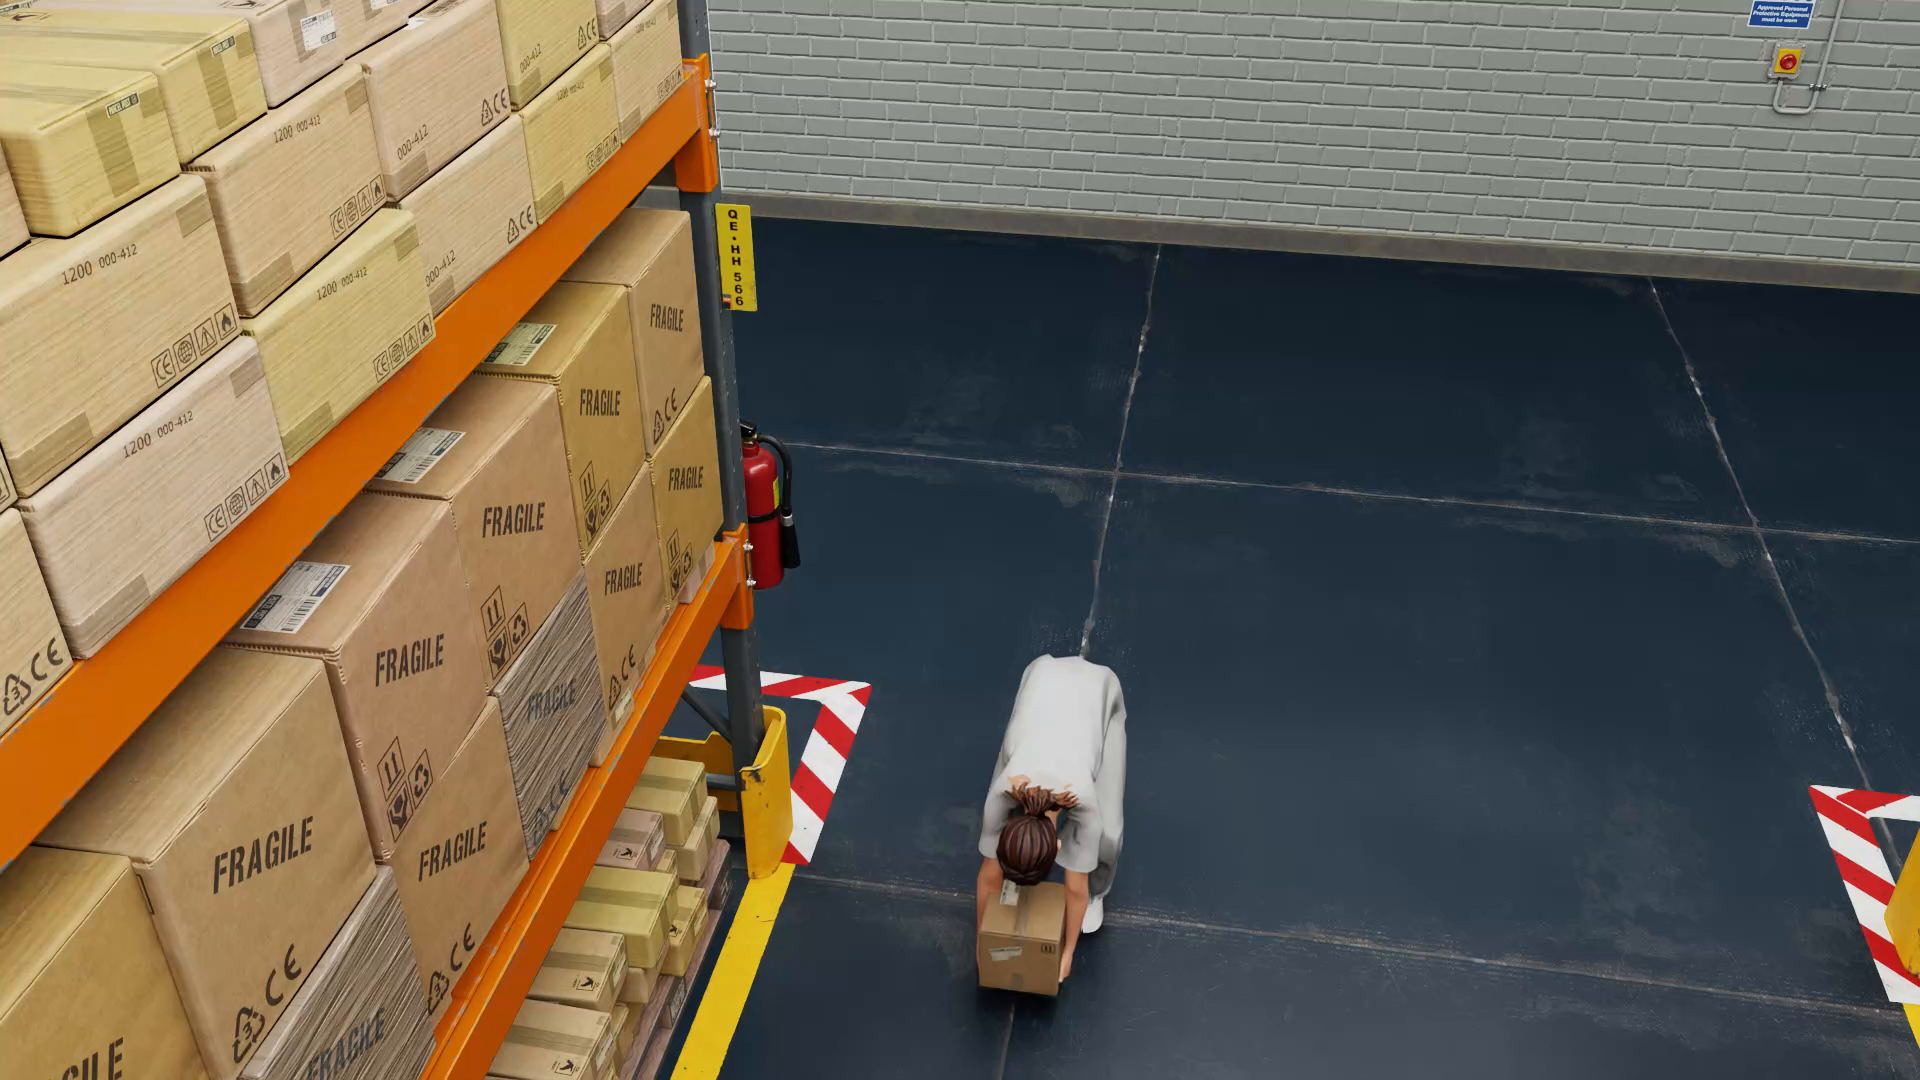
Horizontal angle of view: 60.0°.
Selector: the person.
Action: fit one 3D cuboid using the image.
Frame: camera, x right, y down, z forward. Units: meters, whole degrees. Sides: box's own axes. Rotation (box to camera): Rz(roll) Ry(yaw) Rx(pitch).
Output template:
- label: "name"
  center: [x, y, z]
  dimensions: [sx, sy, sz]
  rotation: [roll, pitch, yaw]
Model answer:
- label: "person"
  center: [0.295, 0.929, 5.367]
  dimensions: [0.457, 0.937, 0.853]
  rotation: [8, 33, 13]
